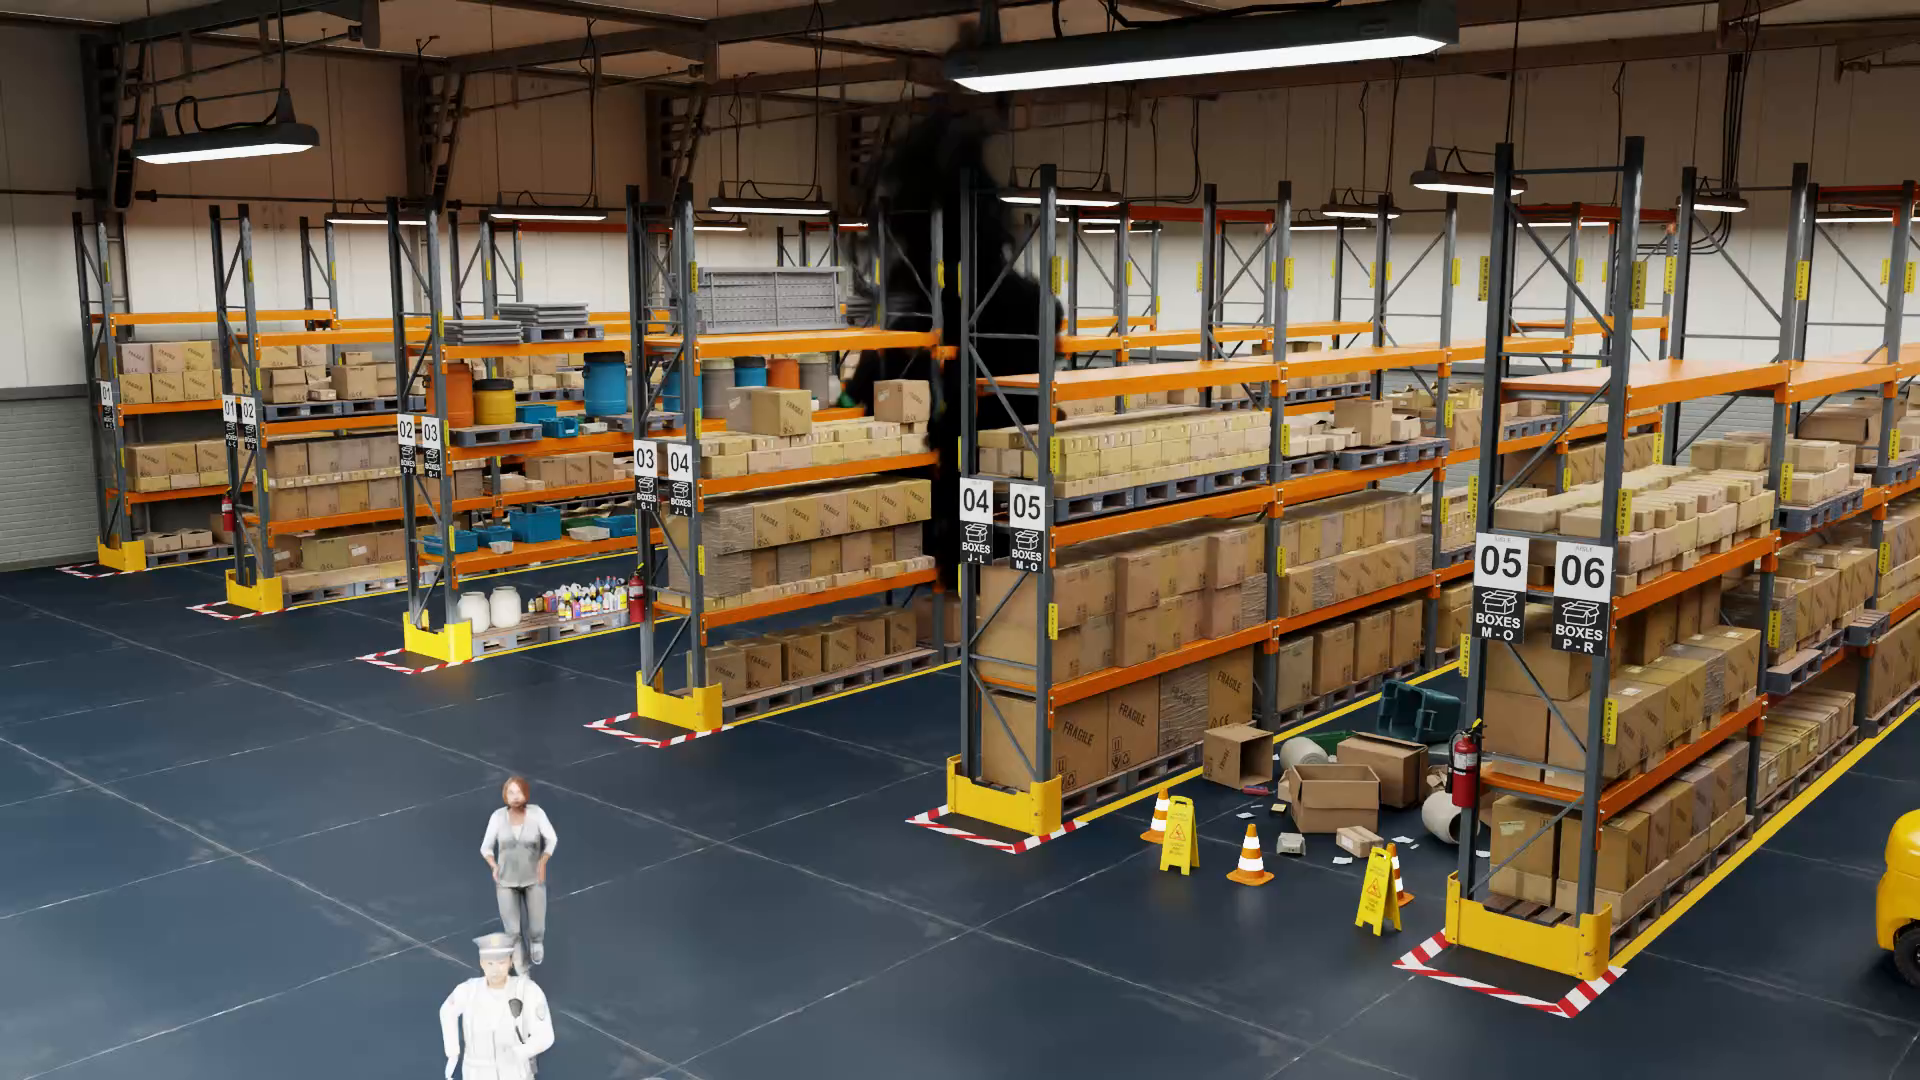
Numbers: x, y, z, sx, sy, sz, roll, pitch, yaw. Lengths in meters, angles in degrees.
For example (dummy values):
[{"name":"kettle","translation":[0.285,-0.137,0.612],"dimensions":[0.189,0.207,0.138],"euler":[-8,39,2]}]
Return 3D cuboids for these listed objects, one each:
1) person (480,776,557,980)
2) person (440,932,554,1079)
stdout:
[{"name":"person","translation":[-3.154,2.447,11.921],"dimensions":[0.532,1.550,0.560],"euler":[-2,10,-13]},{"name":"person","translation":[-2.438,2.903,8.808],"dimensions":[0.578,1.747,0.726],"euler":[-3,10,-16]}]
